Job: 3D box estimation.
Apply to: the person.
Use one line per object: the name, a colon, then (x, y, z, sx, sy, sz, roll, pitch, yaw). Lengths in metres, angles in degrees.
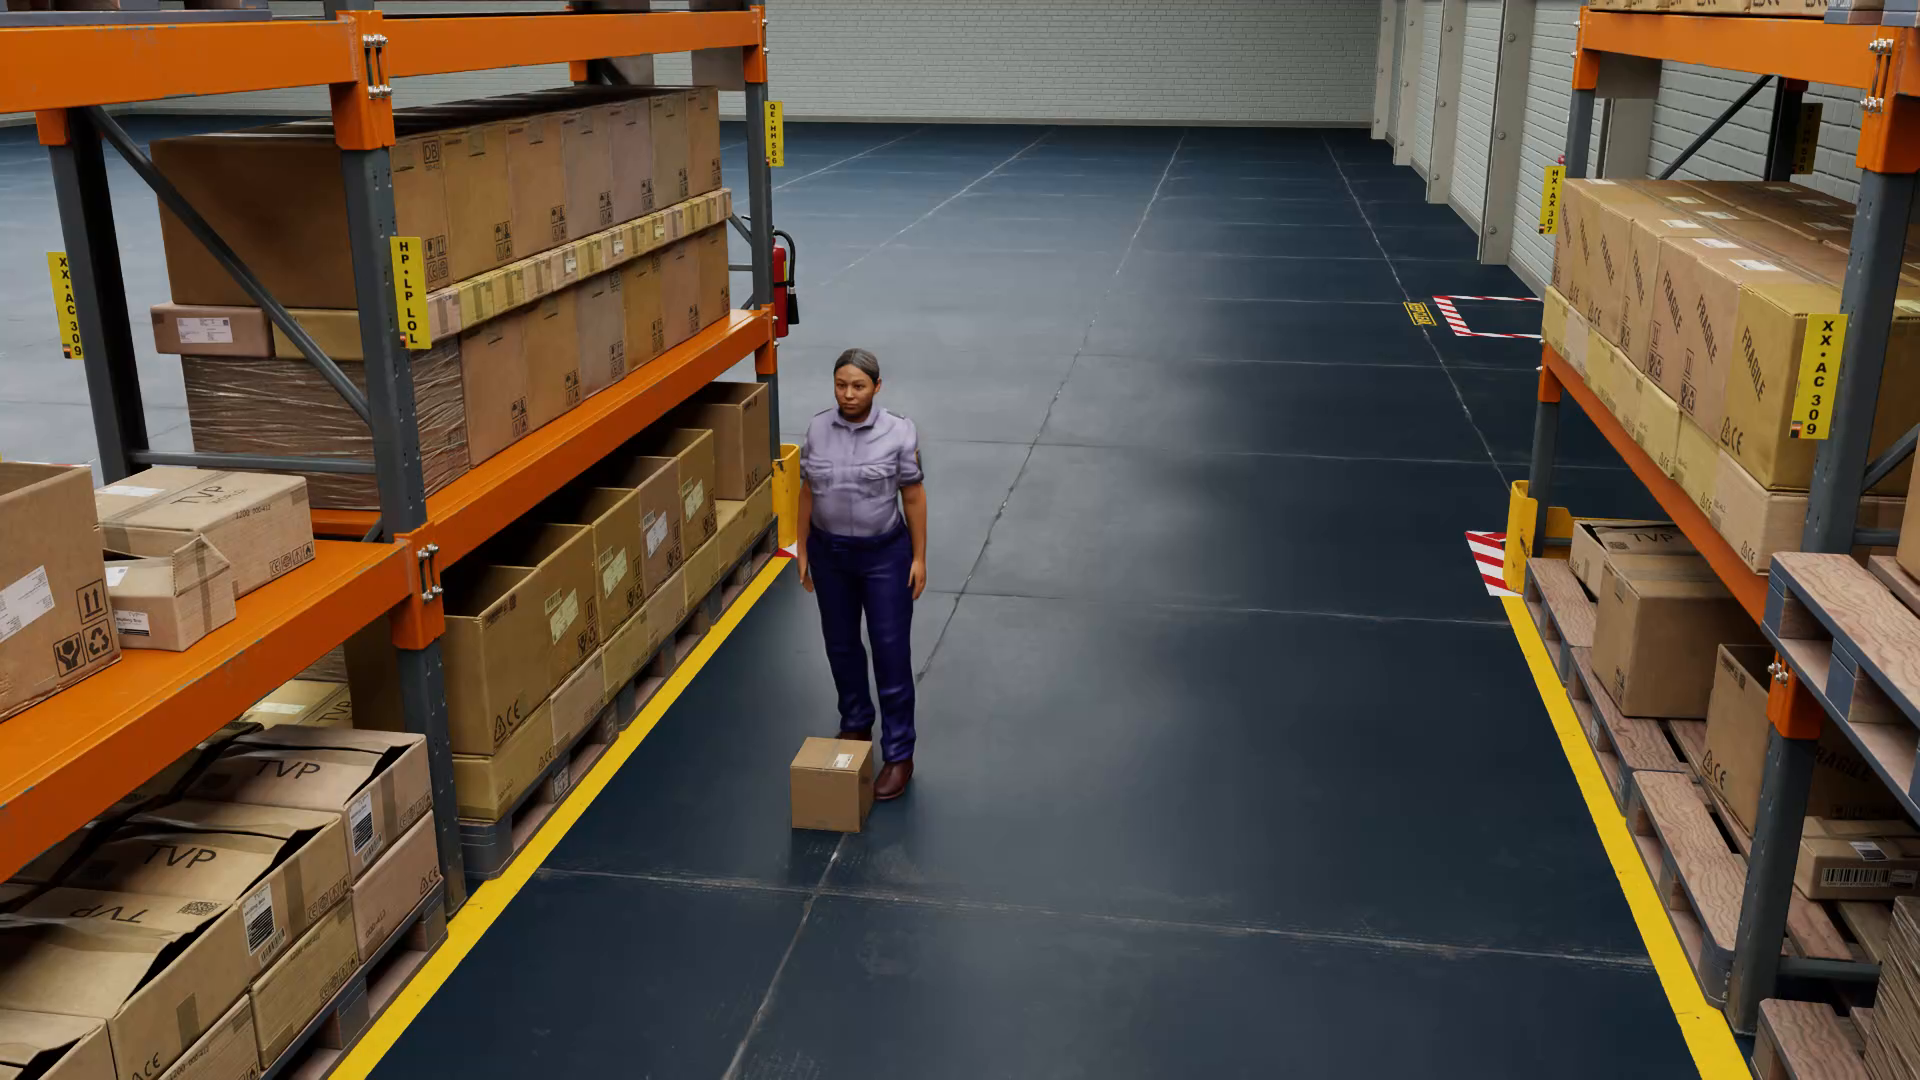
person: (-0.404, 0.104, 6.244, 0.504, 1.655, 0.526, 5, 19, 15)
